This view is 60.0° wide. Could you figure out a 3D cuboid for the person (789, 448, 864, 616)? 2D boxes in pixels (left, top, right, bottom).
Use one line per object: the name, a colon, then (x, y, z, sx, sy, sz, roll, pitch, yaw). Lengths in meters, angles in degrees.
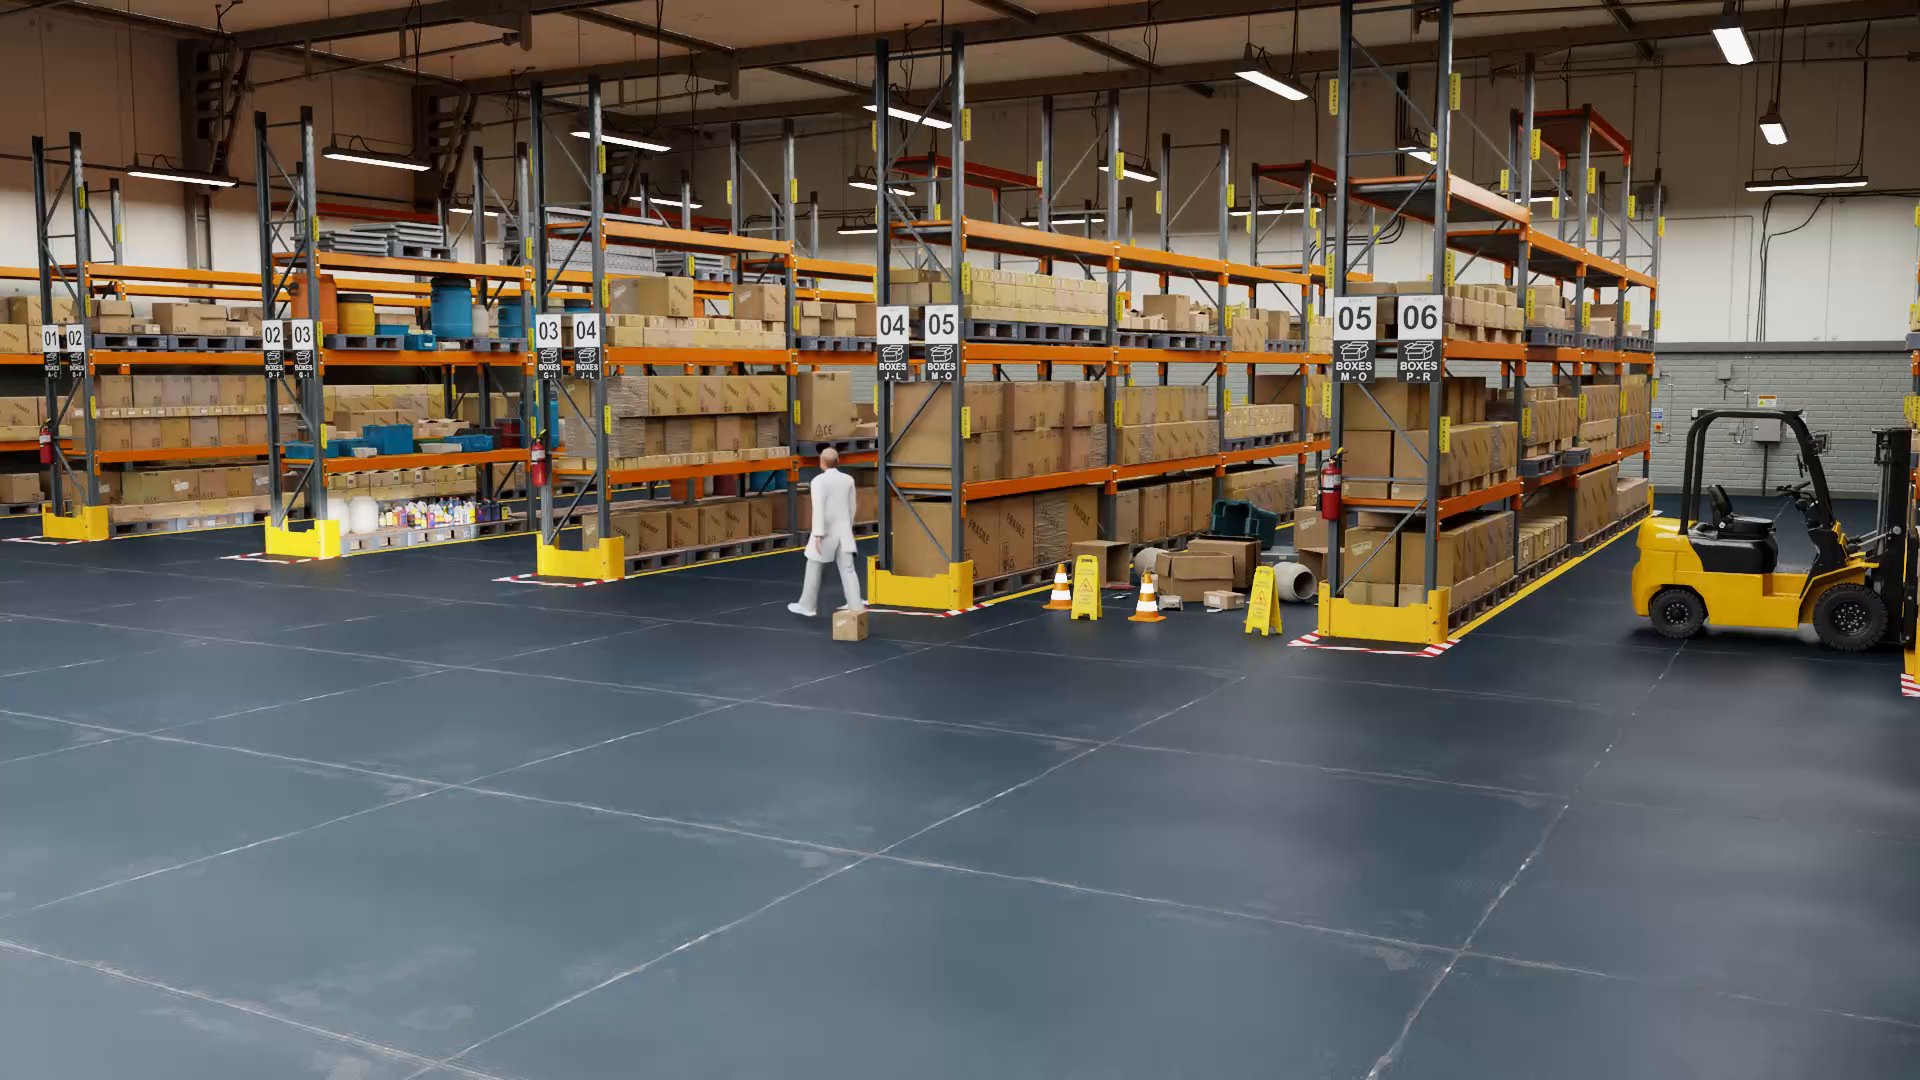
person: (-1.301, -0.068, 16.660, 0.603, 1.708, 1.128, -4, 7, -35)
